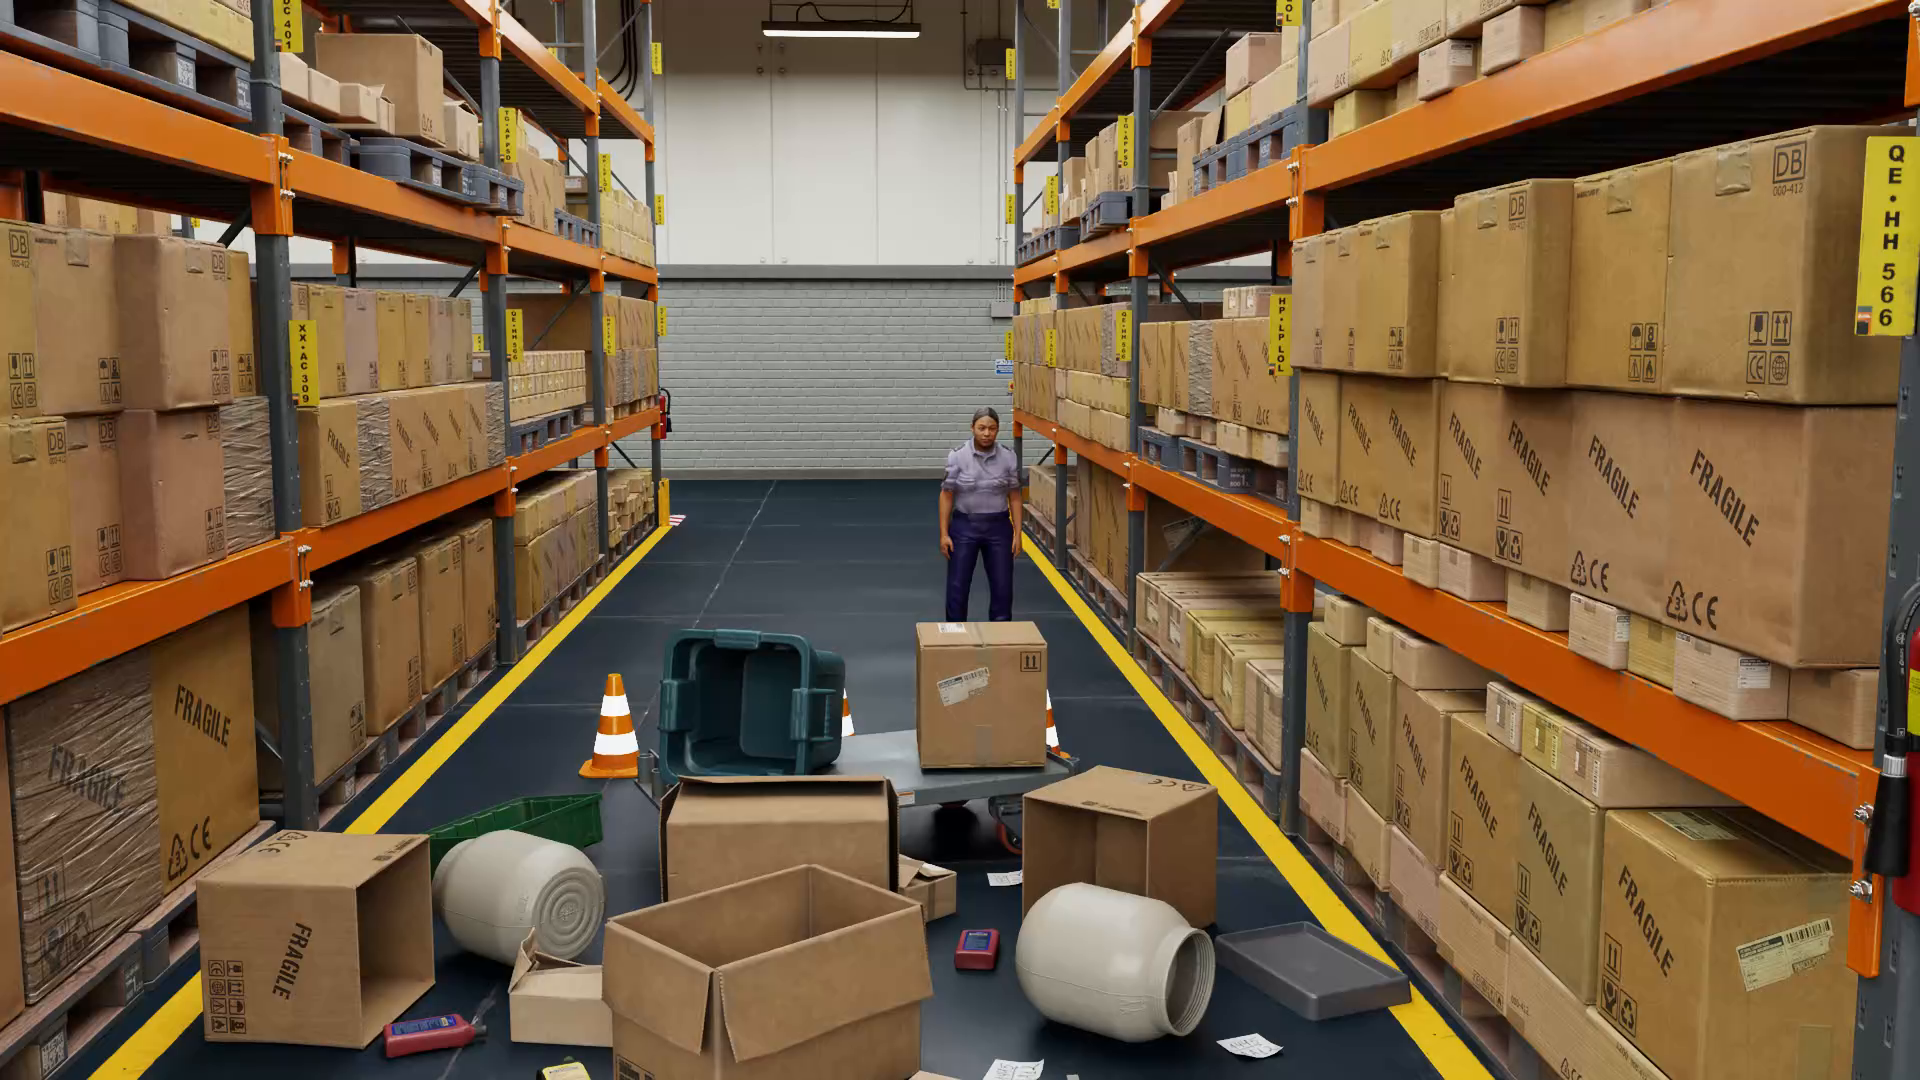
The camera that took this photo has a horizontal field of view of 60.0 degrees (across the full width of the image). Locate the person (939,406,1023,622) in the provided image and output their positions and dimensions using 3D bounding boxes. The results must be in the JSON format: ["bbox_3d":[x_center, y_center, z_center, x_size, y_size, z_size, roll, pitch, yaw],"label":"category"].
[{"bbox_3d":[0.126,-0.007,10.342,0.538,1.651,0.378,-1,7,-6],"label":"person"}]
